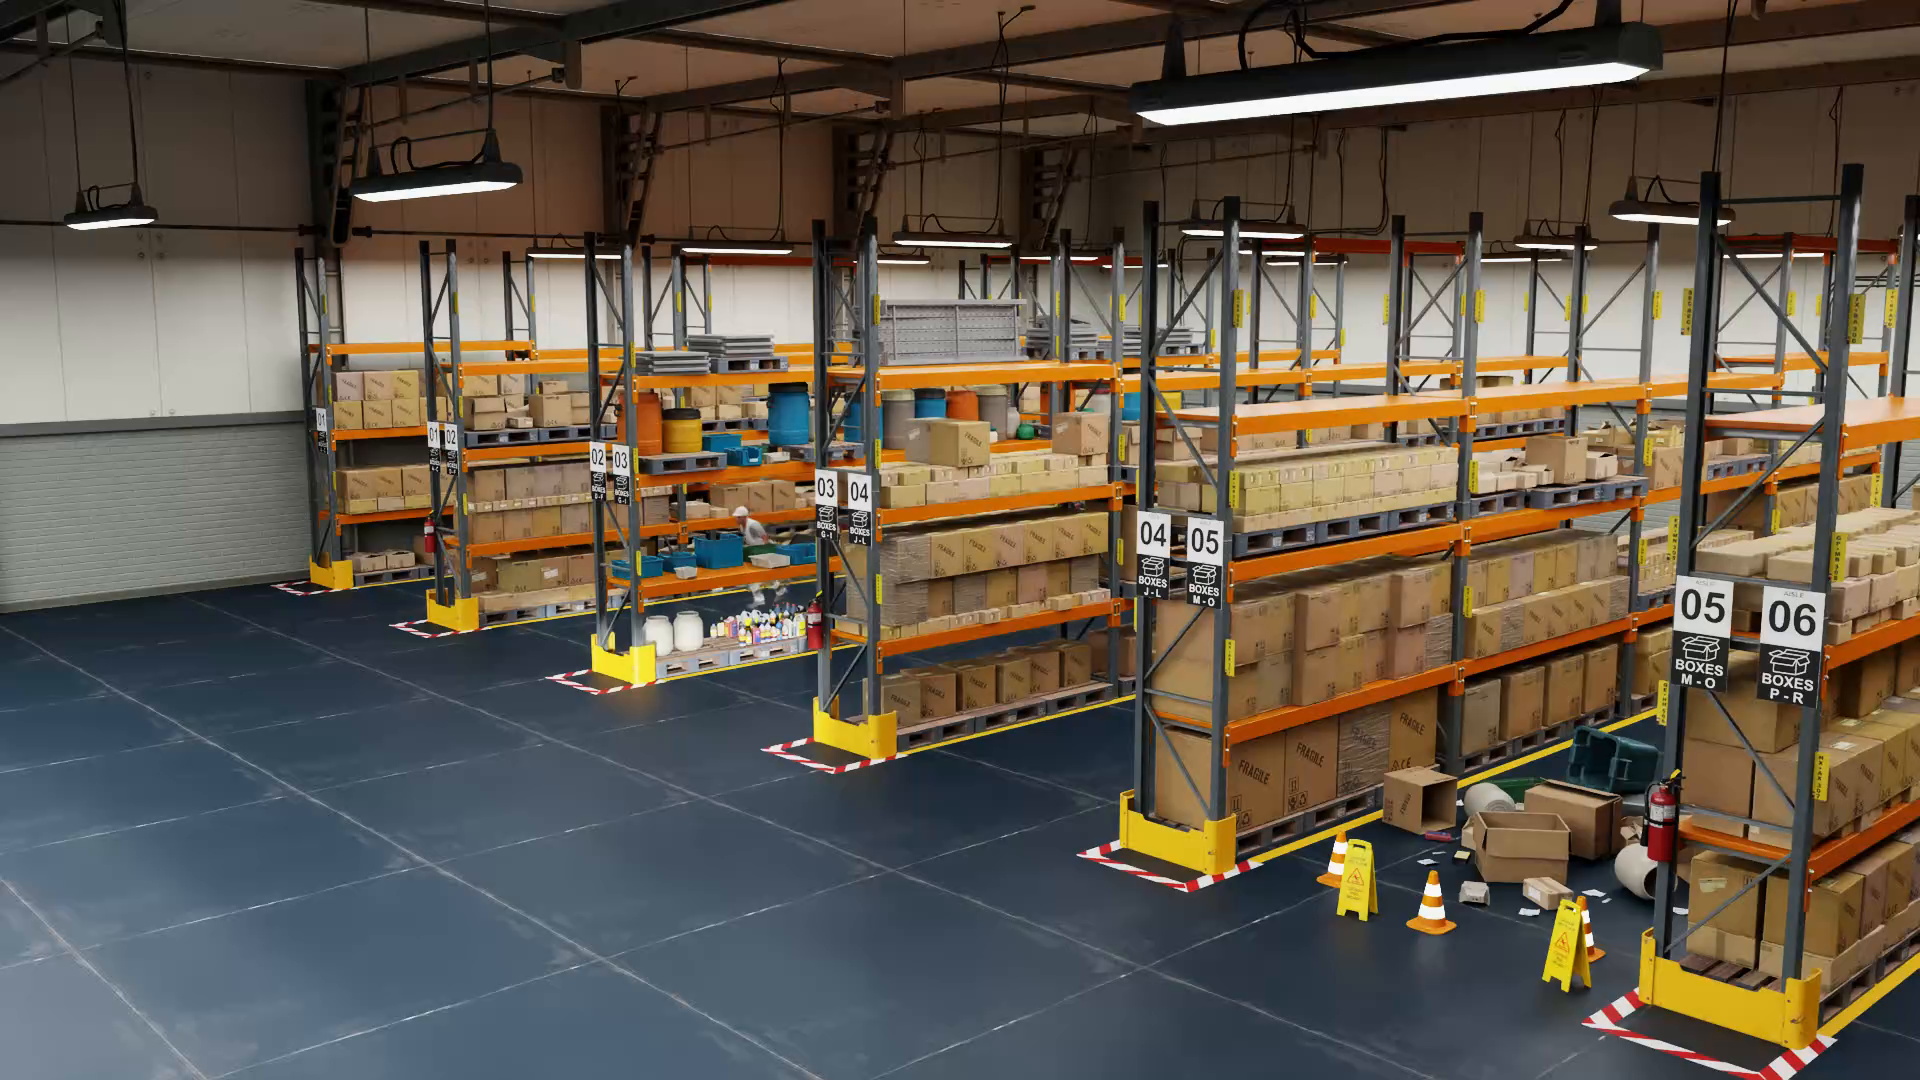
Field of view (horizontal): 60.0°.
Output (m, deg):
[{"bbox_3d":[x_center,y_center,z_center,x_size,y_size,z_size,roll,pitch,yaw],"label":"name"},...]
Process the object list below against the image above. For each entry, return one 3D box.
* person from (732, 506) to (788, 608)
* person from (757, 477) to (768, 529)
[{"bbox_3d":[-3.142,0.253,26.262,1.023,1.636,0.662,-7,11,-39],"label":"person"},{"bbox_3d":[-3.888,-0.434,32.762,0.554,1.649,0.616,-7,11,-40],"label":"person"}]
